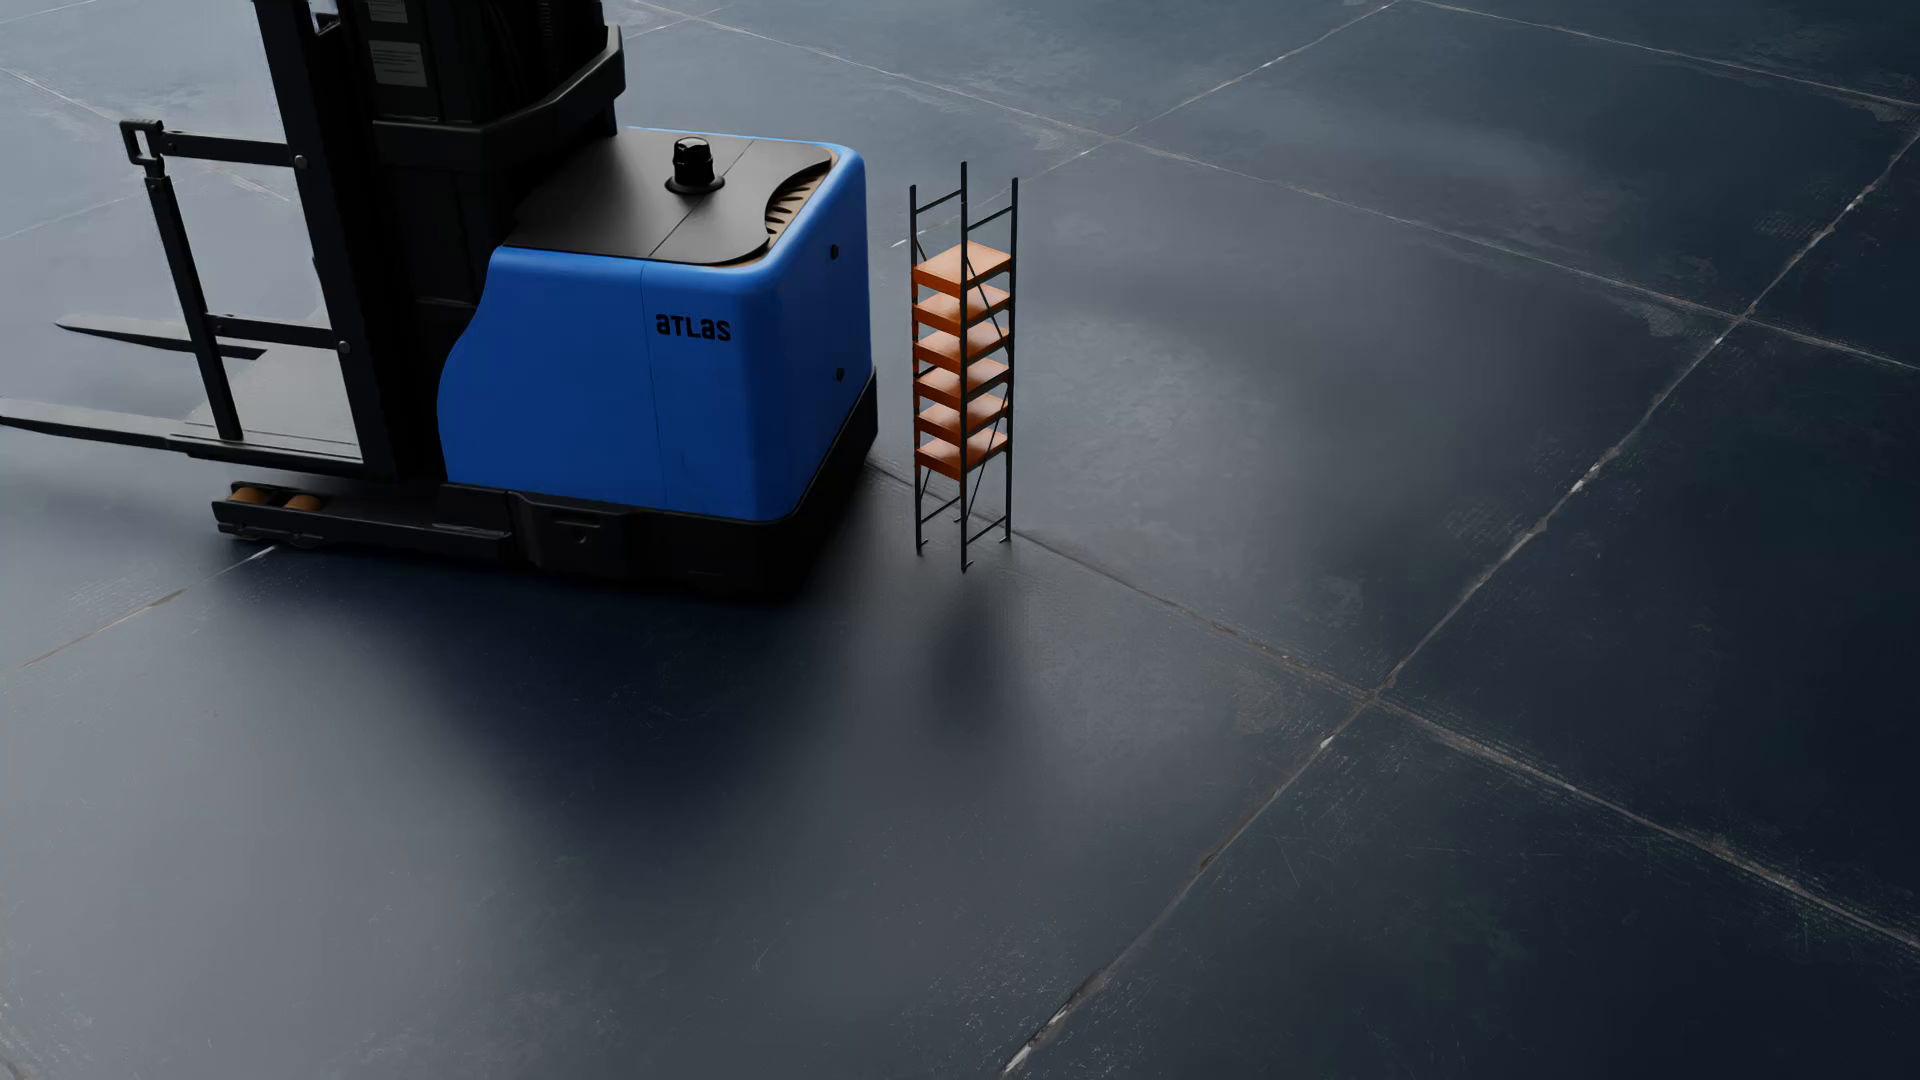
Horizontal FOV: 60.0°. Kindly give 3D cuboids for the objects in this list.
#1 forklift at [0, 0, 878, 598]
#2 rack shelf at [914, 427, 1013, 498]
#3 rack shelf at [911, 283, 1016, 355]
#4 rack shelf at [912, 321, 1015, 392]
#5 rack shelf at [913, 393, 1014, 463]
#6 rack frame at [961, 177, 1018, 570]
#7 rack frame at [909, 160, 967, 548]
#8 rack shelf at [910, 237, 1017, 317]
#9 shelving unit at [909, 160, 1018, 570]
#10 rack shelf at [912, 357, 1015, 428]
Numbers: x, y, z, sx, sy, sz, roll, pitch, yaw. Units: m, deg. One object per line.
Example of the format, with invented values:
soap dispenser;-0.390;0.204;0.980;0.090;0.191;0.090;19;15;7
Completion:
forklift;-1.851;-1.464;4.792;3.031;2.935;1.130;7;35;11
rack shelf;0.011;-0.255;5.064;0.180;0.103;0.258;25;42;32
rack shelf;0.011;-0.651;4.792;0.180;0.103;0.258;25;42;32
rack shelf;0.011;-0.552;4.860;0.180;0.103;0.258;25;42;32
rack shelf;0.011;-0.354;4.996;0.180;0.103;0.258;25;42;32
rack frame;0.081;-0.456;4.854;0.006;1.200;0.240;25;42;32
rack frame;-0.059;-0.523;4.951;0.006;1.200;0.240;25;42;32
rack shelf;0.011;-0.749;4.724;0.180;0.103;0.258;25;42;32
shelving unit;0.011;-0.489;4.903;0.189;1.200;0.258;25;42;32
rack shelf;0.011;-0.453;4.928;0.180;0.103;0.258;25;42;32
